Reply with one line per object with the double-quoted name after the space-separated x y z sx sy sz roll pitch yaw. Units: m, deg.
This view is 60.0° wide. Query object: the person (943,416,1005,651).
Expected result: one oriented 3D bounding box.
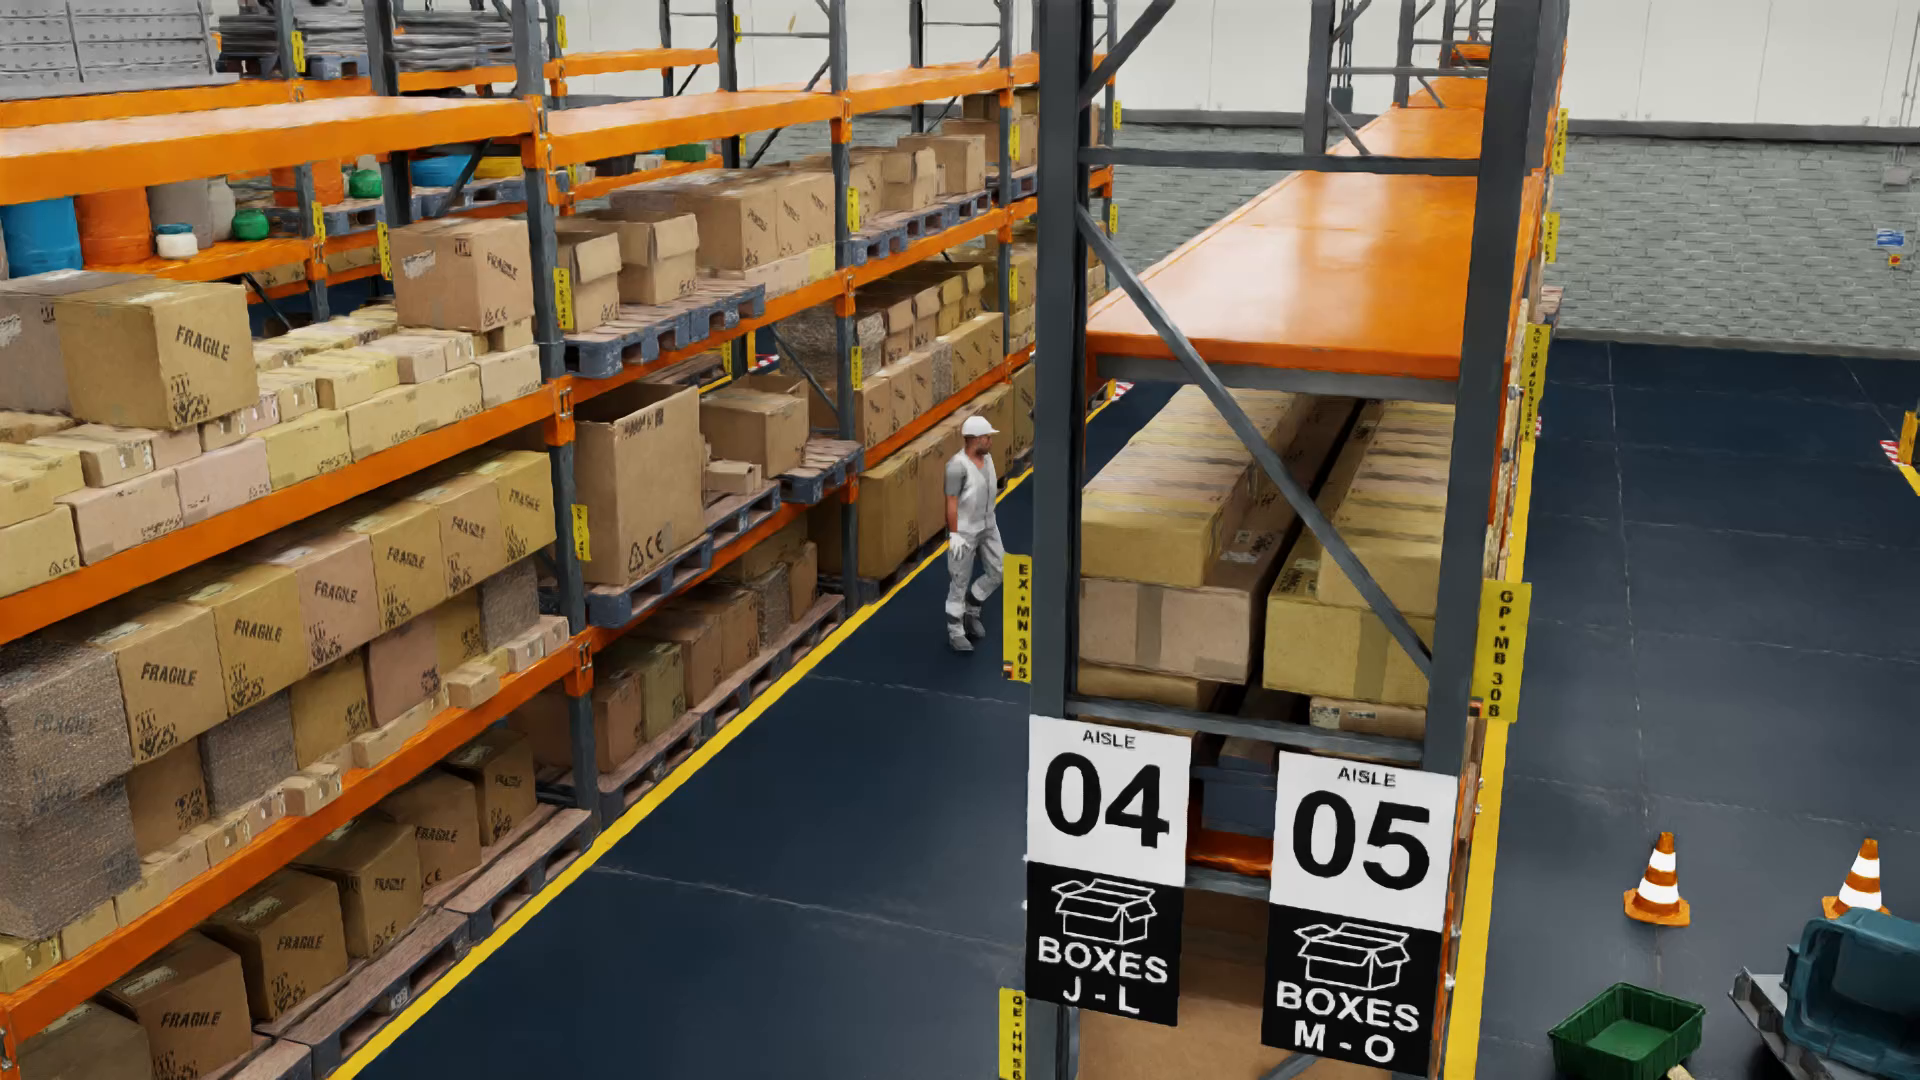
0.070 -0.070 12.683 0.430 1.789 0.594 17 25 41 "person"
